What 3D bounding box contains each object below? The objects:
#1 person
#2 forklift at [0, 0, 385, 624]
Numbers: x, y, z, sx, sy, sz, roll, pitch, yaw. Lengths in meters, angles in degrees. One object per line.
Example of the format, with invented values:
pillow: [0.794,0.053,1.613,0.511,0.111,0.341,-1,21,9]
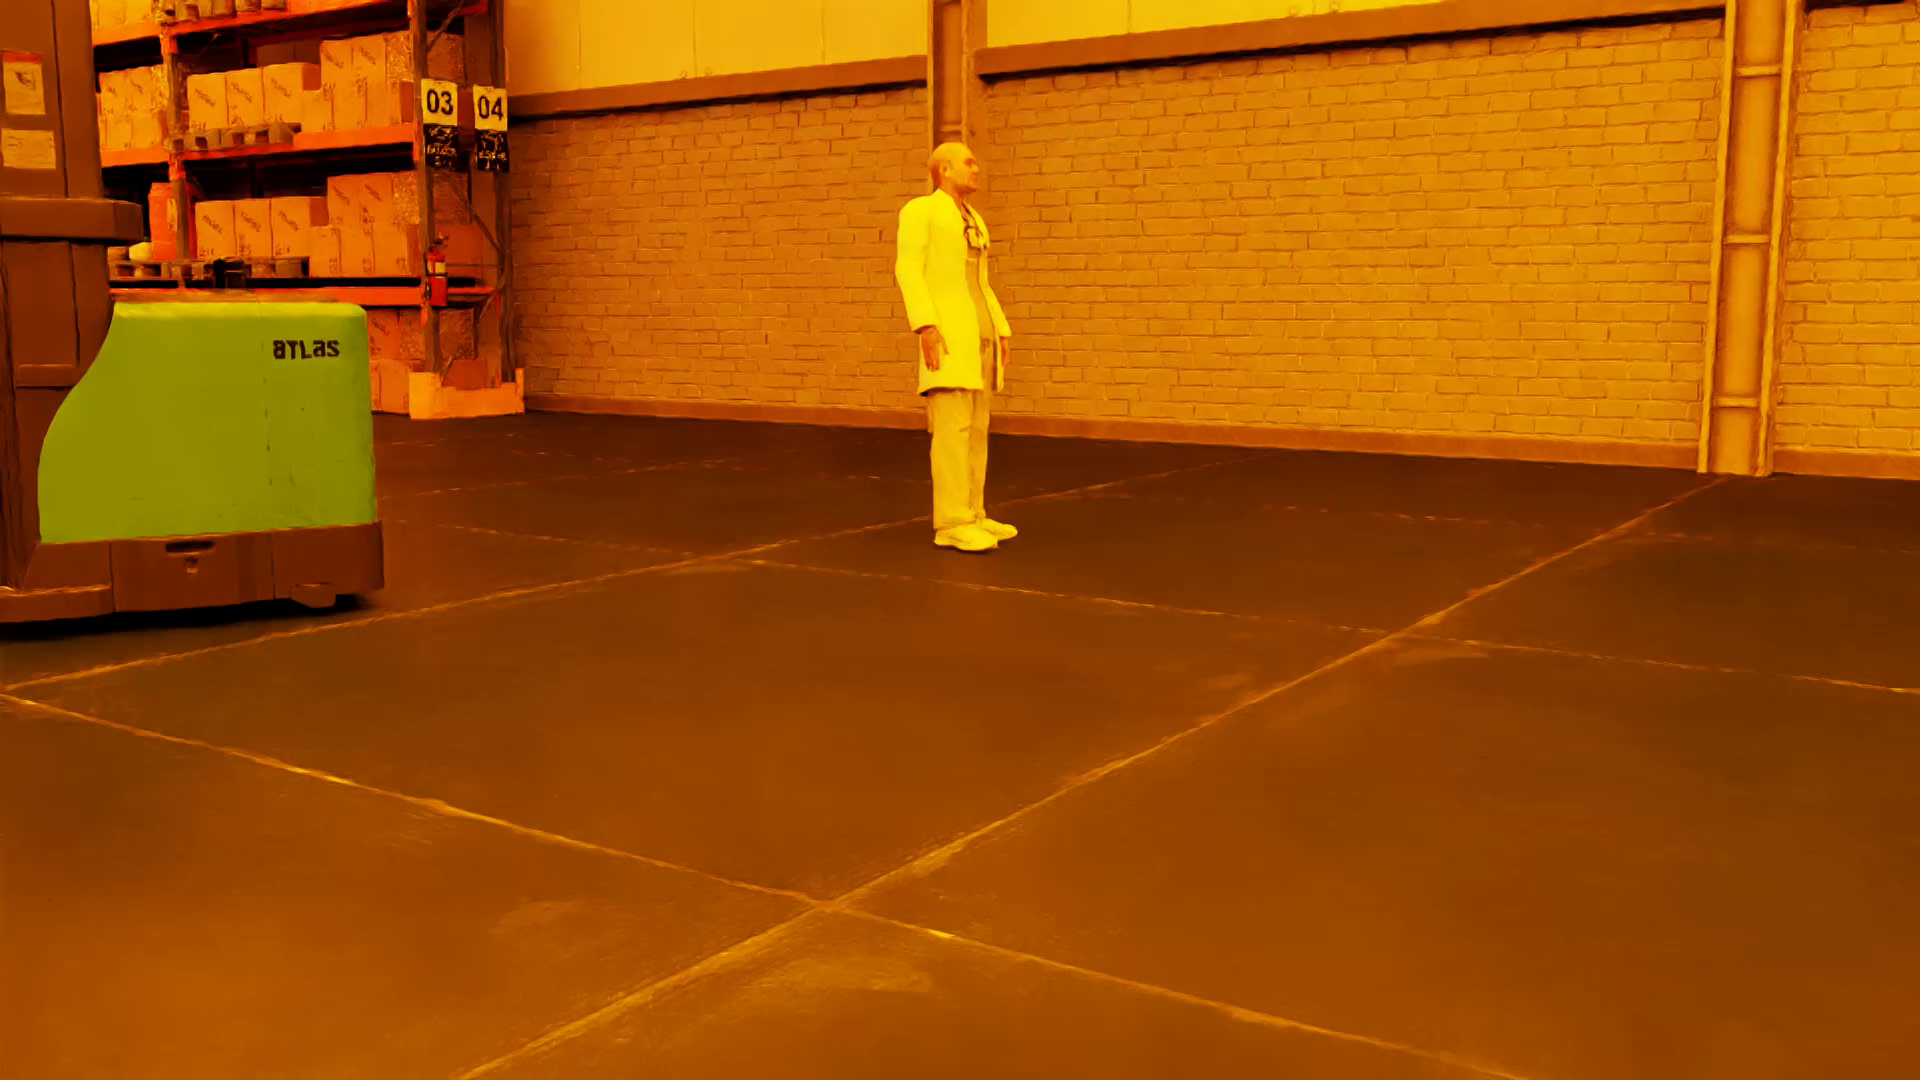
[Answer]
person: [0.073,-0.879,7.423,0.579,1.776,0.694,5,10,34]
forklift: [-3.580,-1.161,5.360,3.031,2.935,1.130,-5,9,-30]
